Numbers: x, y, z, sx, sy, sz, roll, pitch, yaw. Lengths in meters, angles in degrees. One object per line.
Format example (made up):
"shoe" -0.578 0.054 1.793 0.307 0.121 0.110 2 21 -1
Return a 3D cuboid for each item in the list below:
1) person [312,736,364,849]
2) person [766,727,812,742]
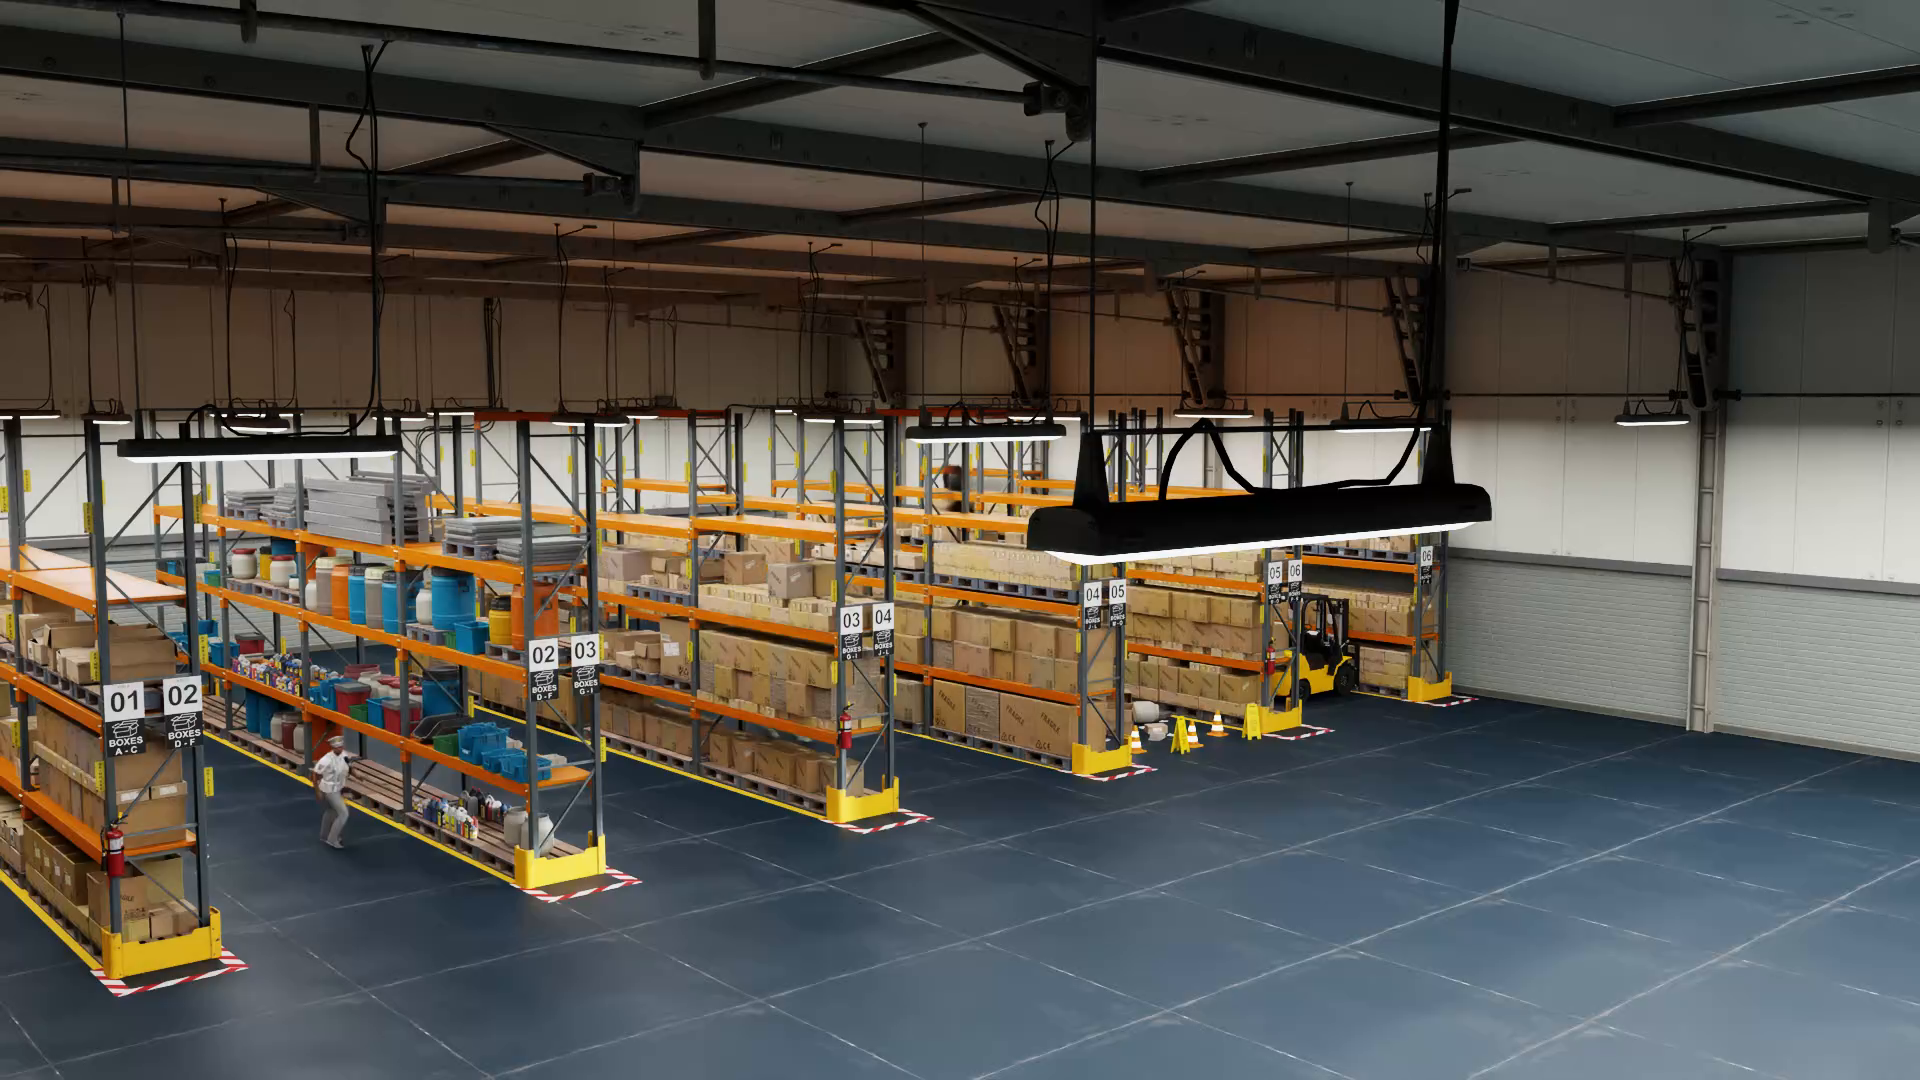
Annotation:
"person" -8.708 3.521 23.290 0.768 1.631 0.596 0 5 5
"person" -3.101 2.808 30.269 0.896 1.743 0.688 2 5 22
